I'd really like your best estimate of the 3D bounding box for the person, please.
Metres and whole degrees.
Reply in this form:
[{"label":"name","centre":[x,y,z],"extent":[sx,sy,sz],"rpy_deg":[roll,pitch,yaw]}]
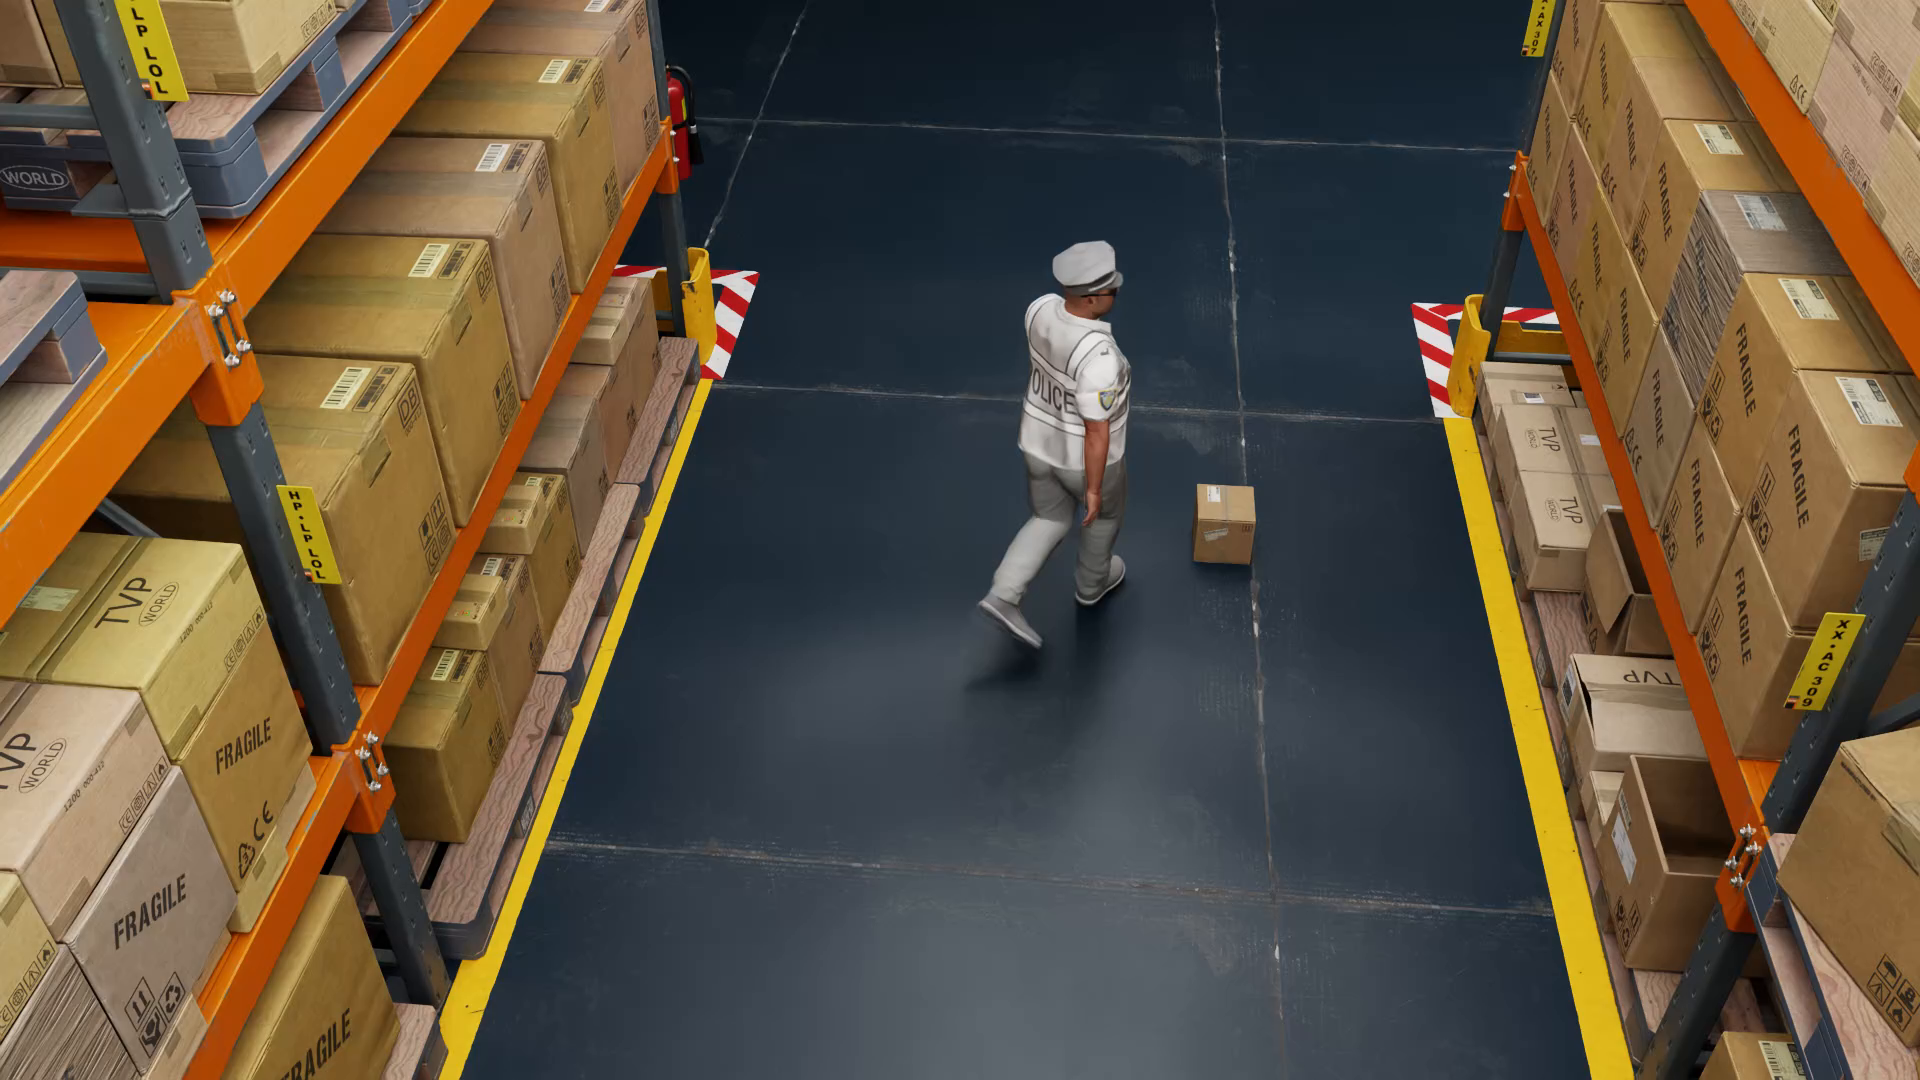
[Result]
[{"label":"person","centre":[0.405,-0.362,6.579],"extent":[0.529,1.725,0.844],"rpy_deg":[32,49,32]}]
